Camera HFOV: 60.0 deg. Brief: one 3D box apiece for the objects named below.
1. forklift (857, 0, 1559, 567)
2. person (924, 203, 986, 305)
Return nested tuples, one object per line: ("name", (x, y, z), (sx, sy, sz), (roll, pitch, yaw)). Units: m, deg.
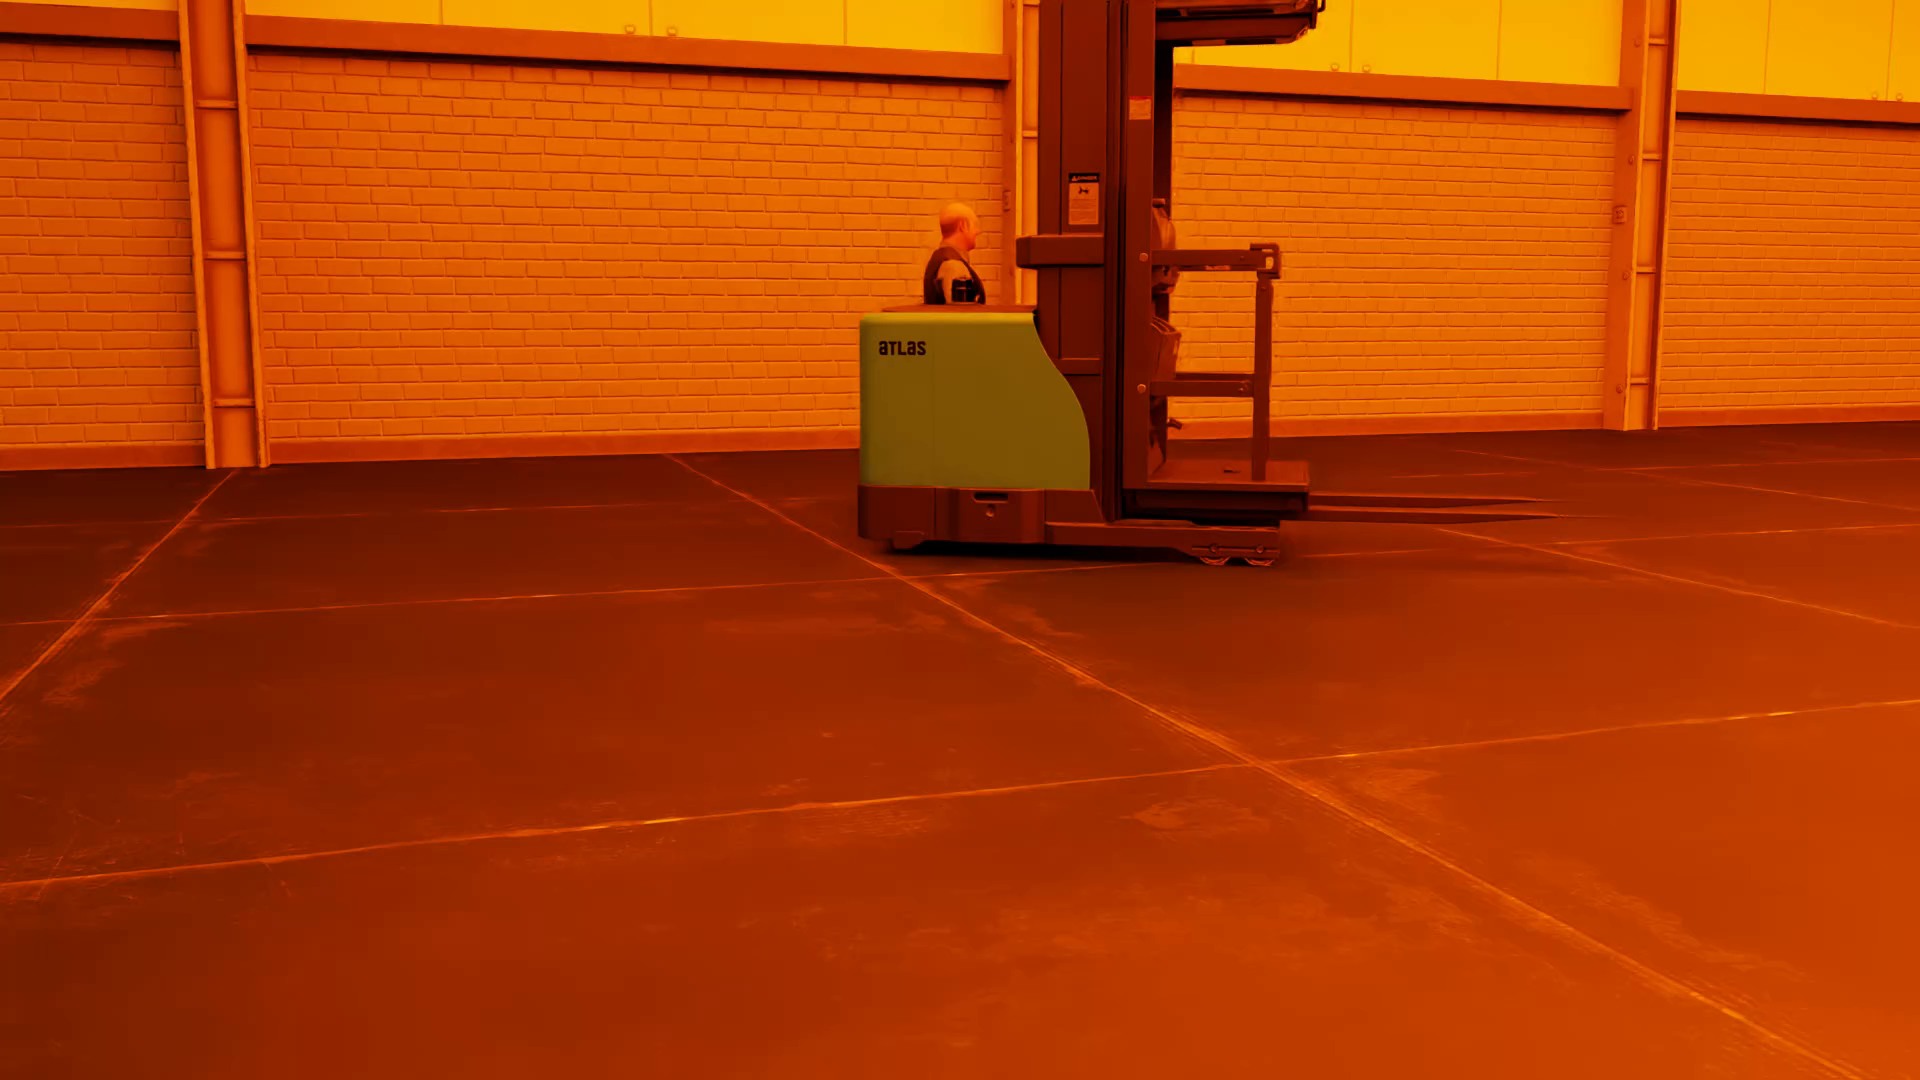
("forklift", (1.108, -1.417, 7.464), (3.031, 2.935, 1.130), (2, 8, 11))
("person", (0.027, -0.918, 8.730), (0.443, 1.678, 0.822), (0, 8, -2))
